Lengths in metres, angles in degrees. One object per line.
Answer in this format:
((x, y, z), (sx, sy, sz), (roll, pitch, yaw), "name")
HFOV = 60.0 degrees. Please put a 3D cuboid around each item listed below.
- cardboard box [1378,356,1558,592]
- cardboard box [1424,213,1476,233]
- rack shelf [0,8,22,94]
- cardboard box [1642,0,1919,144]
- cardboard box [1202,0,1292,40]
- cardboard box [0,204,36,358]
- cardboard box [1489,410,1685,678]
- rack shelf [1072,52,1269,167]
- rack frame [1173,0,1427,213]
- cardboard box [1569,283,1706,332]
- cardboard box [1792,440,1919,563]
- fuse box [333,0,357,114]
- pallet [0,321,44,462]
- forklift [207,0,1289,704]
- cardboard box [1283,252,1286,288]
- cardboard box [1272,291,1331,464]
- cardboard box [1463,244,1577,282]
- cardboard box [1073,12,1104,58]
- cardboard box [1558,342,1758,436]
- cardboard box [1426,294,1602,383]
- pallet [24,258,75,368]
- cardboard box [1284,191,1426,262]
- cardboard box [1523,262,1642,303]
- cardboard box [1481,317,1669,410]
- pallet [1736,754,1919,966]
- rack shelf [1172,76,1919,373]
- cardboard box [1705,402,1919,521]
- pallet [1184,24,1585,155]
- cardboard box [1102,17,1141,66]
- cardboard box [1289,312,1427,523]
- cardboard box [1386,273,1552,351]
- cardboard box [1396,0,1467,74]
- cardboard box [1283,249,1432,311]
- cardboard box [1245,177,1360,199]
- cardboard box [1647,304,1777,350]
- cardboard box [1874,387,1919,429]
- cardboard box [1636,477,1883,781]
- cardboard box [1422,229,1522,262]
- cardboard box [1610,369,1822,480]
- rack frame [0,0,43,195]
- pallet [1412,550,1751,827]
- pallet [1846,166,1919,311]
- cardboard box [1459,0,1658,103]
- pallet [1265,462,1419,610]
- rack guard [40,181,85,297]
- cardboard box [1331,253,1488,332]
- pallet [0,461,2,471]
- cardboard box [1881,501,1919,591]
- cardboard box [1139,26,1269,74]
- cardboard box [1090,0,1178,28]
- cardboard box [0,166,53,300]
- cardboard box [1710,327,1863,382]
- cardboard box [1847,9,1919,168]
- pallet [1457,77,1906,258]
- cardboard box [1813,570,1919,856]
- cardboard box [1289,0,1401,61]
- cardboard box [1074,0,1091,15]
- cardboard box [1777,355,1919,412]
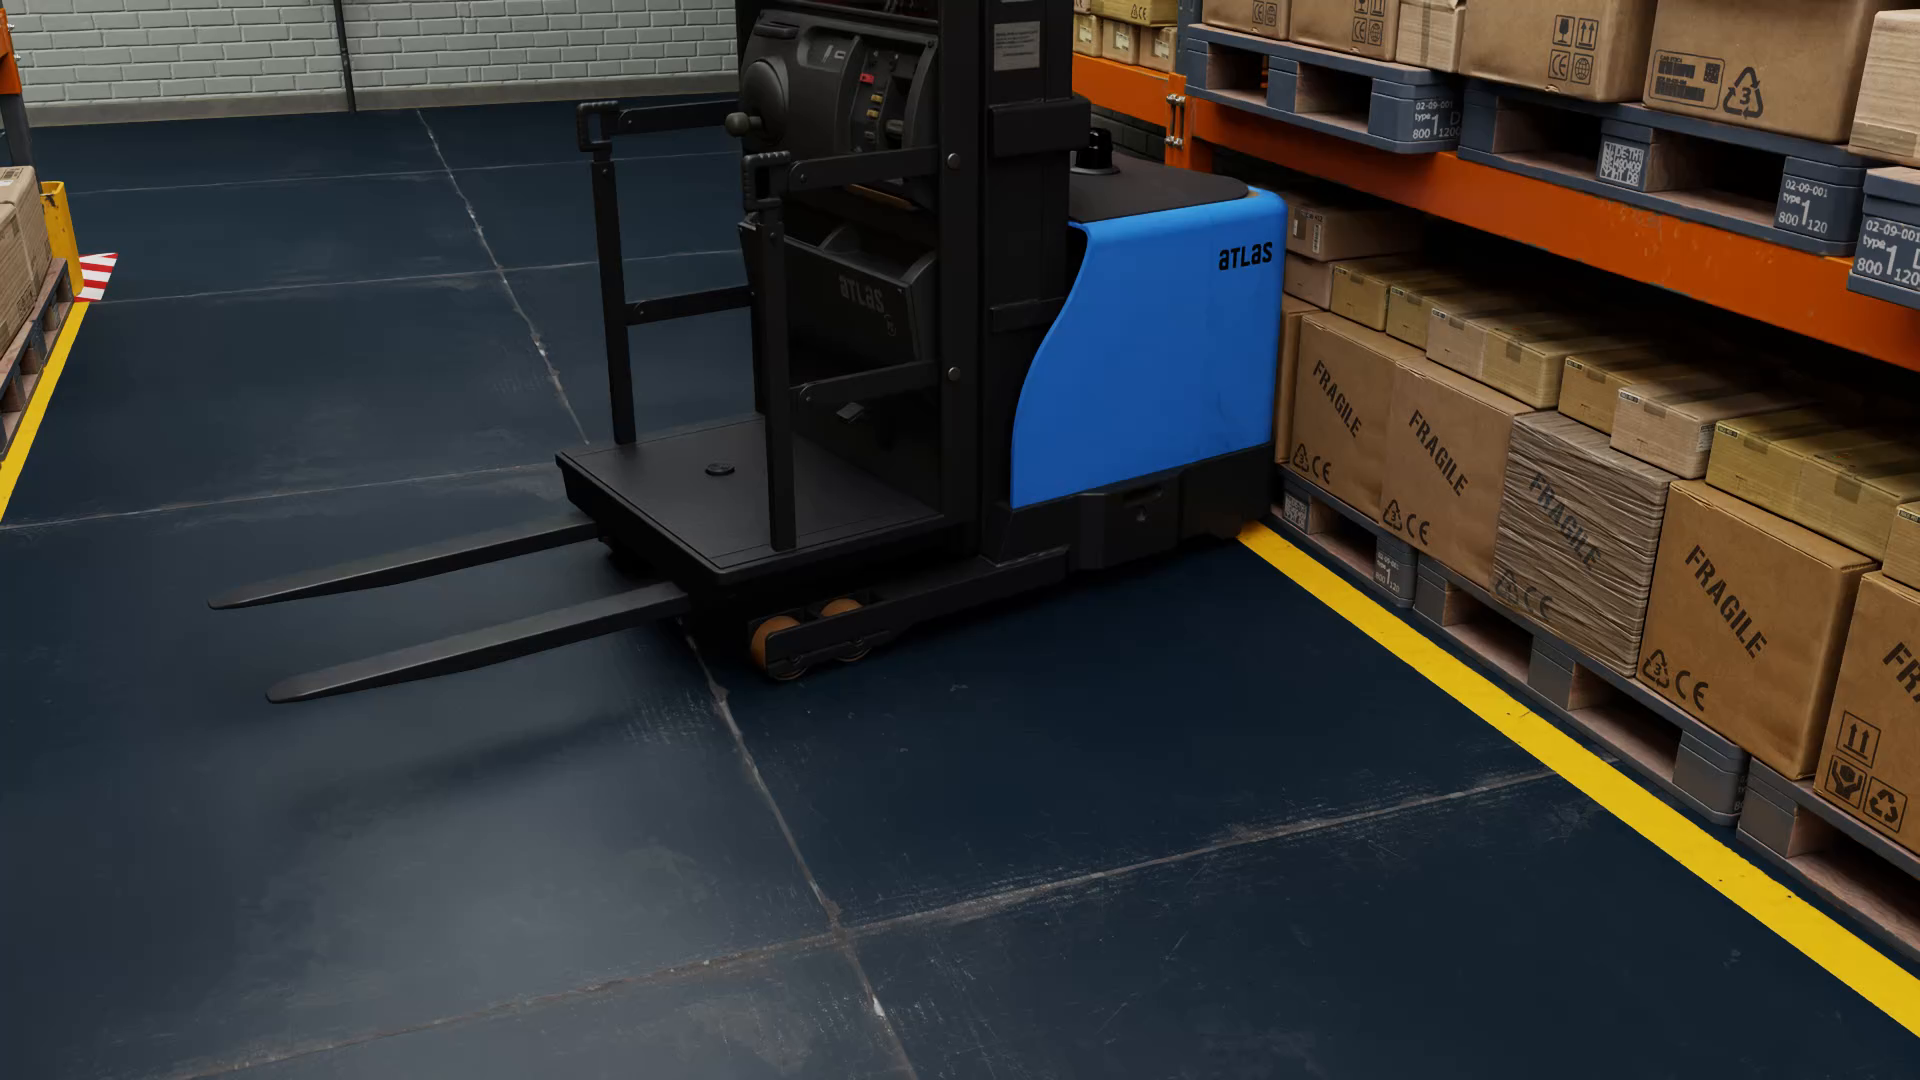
((1.530, -0.217, 4.580), (0.500, 0.500, 0.500), (-9, 25, -21), "cardboard box")
((1.600, -1.002, 5.609), (0.380, 0.149, 0.250), (-9, 25, -21), "cardboard box")
((-4.149, -1.469, 5.799), (1.077, 0.370, 4.000), (-8, 24, -19), "rack shelf")
((1.863, -1.111, 3.351), (0.797, 0.503, 0.637), (-9, 24, -20), "cardboard box")
((1.161, -1.789, 4.963), (0.700, 0.500, 0.500), (-8, 24, -18), "cardboard box")
((-4.198, -0.982, 6.477), (0.875, 0.438, 0.875), (-8, 24, -18), "cardboard box")
((1.707, -0.028, 4.131), (0.500, 0.500, 0.500), (-9, 25, -21), "cardboard box")
((0.493, -2.151, 7.418), (1.077, 0.370, 4.000), (-8, 24, -19), "rack shelf")
((1.200, -1.756, 5.554), (1.000, 3.000, 0.127), (-8, 24, -19), "rack frame")
((1.953, -0.624, 4.710), (0.380, 0.149, 0.250), (-8, 24, -18), "cardboard box")
((1.973, -0.087, 3.436), (0.380, 0.149, 0.250), (-8, 24, -17), "cardboard box")
((-4.853, -4.214, 13.045), (0.539, 1.711, 0.414), (-8, 24, -19), "fuse box")
((-4.073, -0.520, 6.211), (1.003, 0.211, 1.213), (-8, 24, -19), "pallet")
((-0.514, -1.214, 4.357), (3.031, 2.935, 1.130), (-15, 27, -31), "forklift")
((1.078, -0.930, 5.436), (0.380, 0.149, 0.250), (-7, 24, -16), "cardboard box")
((1.160, -0.591, 5.468), (0.500, 0.500, 0.500), (-7, 24, -17), "cardboard box")
((1.791, -0.820, 5.177), (0.380, 0.149, 0.250), (-8, 24, -18), "cardboard box")
((0.624, -1.904, 6.229), (0.380, 0.149, 0.250), (-8, 24, -18), "cardboard box")
((1.720, -0.370, 4.108), (0.380, 0.149, 0.250), (-8, 24, -19), "cardboard box")
((1.512, -0.554, 4.546), (0.380, 0.149, 0.250), (-8, 24, -19), "cardboard box")
((-4.500, -0.962, 7.261), (1.003, 0.211, 1.213), (-8, 24, -19), "pallet")
((1.214, -0.979, 5.170), (0.380, 0.149, 0.250), (-10, 25, -22), "cardboard box")
((1.907, -0.731, 4.965), (0.380, 0.149, 0.250), (-10, 25, -22), "cardboard box")
((1.598, -0.464, 4.331), (0.380, 0.149, 0.250), (-7, 24, -17), "cardboard box")
((2.384, 0.706, 3.304), (1.003, 0.211, 1.213), (-8, 24, -19), "pallet")
((1.906, -0.698, 3.970), (1.077, 0.370, 4.000), (-8, 24, -19), "rack shelf")
((1.885, -0.177, 3.651), (0.380, 0.149, 0.250), (-9, 24, -20), "cardboard box")
((1.380, -1.362, 4.867), (1.003, 0.211, 1.213), (-8, 24, -19), "pallet")
((0.739, -1.813, 6.013), (0.380, 0.149, 0.250), (-8, 24, -18), "cardboard box")
((1.357, -0.399, 5.012), (0.500, 0.500, 0.500), (-9, 24, -20), "cardboard box")
((1.459, -0.650, 4.773), (0.380, 0.149, 0.250), (-9, 24, -20), "cardboard box")
((1.332, -1.330, 4.176), (0.396, 0.266, 0.258), (-7, 24, -16), "cardboard box")
((1.248, -0.840, 5.223), (0.380, 0.149, 0.250), (-9, 24, -20), "cardboard box")
((1.134, -1.075, 5.398), (0.380, 0.149, 0.250), (-9, 24, -20), "cardboard box")
((2.097, -0.538, 4.507), (0.380, 0.149, 0.250), (-8, 24, -18), "cardboard box")
((2.342, -0.255, 3.835), (0.380, 0.149, 0.250), (-9, 24, -20), "cardboard box")
((1.908, 0.158, 3.690), (0.500, 0.500, 0.500), (-7, 24, -17), "cardboard box")
((1.697, -0.908, 5.384), (0.380, 0.149, 0.250), (-8, 24, -19), "cardboard box")
((1.759, -0.274, 3.879), (0.380, 0.149, 0.250), (-10, 25, -22), "cardboard box")
((-4.856, -2.527, 7.384), (1.000, 3.000, 0.127), (-8, 24, -19), "rack frame")
((1.957, 0.263, 4.354), (1.003, 0.211, 1.213), (-8, 24, -19), "pallet")
((2.308, -0.451, 2.705), (1.213, 0.211, 1.003), (-8, 24, -19), "pallet")
((1.622, -1.316, 3.840), (0.700, 0.500, 0.500), (-8, 24, -19), "cardboard box")
((1.522, -0.181, 5.407), (1.003, 0.211, 1.213), (-8, 24, -19), "pallet")
((-4.864, -1.384, 7.890), (1.175, 0.500, 0.348), (-8, 24, -19), "rack guard")
((1.349, -0.748, 5.005), (0.380, 0.149, 0.250), (-10, 25, -22), "cardboard box")
((-3.638, -0.076, 5.158), (1.003, 0.211, 1.213), (-8, 24, -19), "pallet")
((2.024, 0.015, 3.194), (0.380, 0.149, 0.250), (-9, 25, -21), "cardboard box")
((0.851, -1.721, 5.796), (0.380, 0.149, 0.250), (-8, 24, -18), "cardboard box")
((0.792, -1.976, 5.885), (0.500, 0.250, 0.500), (-8, 24, -18), "cardboard box")
((-4.529, -1.314, 7.263), (0.875, 0.438, 0.875), (-9, 25, -21), "cardboard box")
((2.158, -0.442, 4.279), (0.380, 0.149, 0.250), (-9, 25, -21), "cardboard box")
((1.937, -0.766, 2.858), (0.500, 0.250, 0.500), (-10, 25, -21), "cardboard box")
((1.922, -0.920, 3.818), (1.003, 0.211, 1.213), (-8, 24, -19), "pallet")
((2.095, 0.348, 3.239), (0.500, 0.500, 0.500), (-9, 24, -20), "cardboard box")
((1.344, -1.601, 4.517), (0.700, 0.500, 0.500), (-8, 24, -18), "cardboard box")
((0.601, -2.156, 6.312), (0.500, 0.250, 0.500), (-8, 24, -19), "cardboard box")
((2.213, -0.338, 4.032), (0.380, 0.149, 0.250), (-8, 24, -19), "cardboard box")
